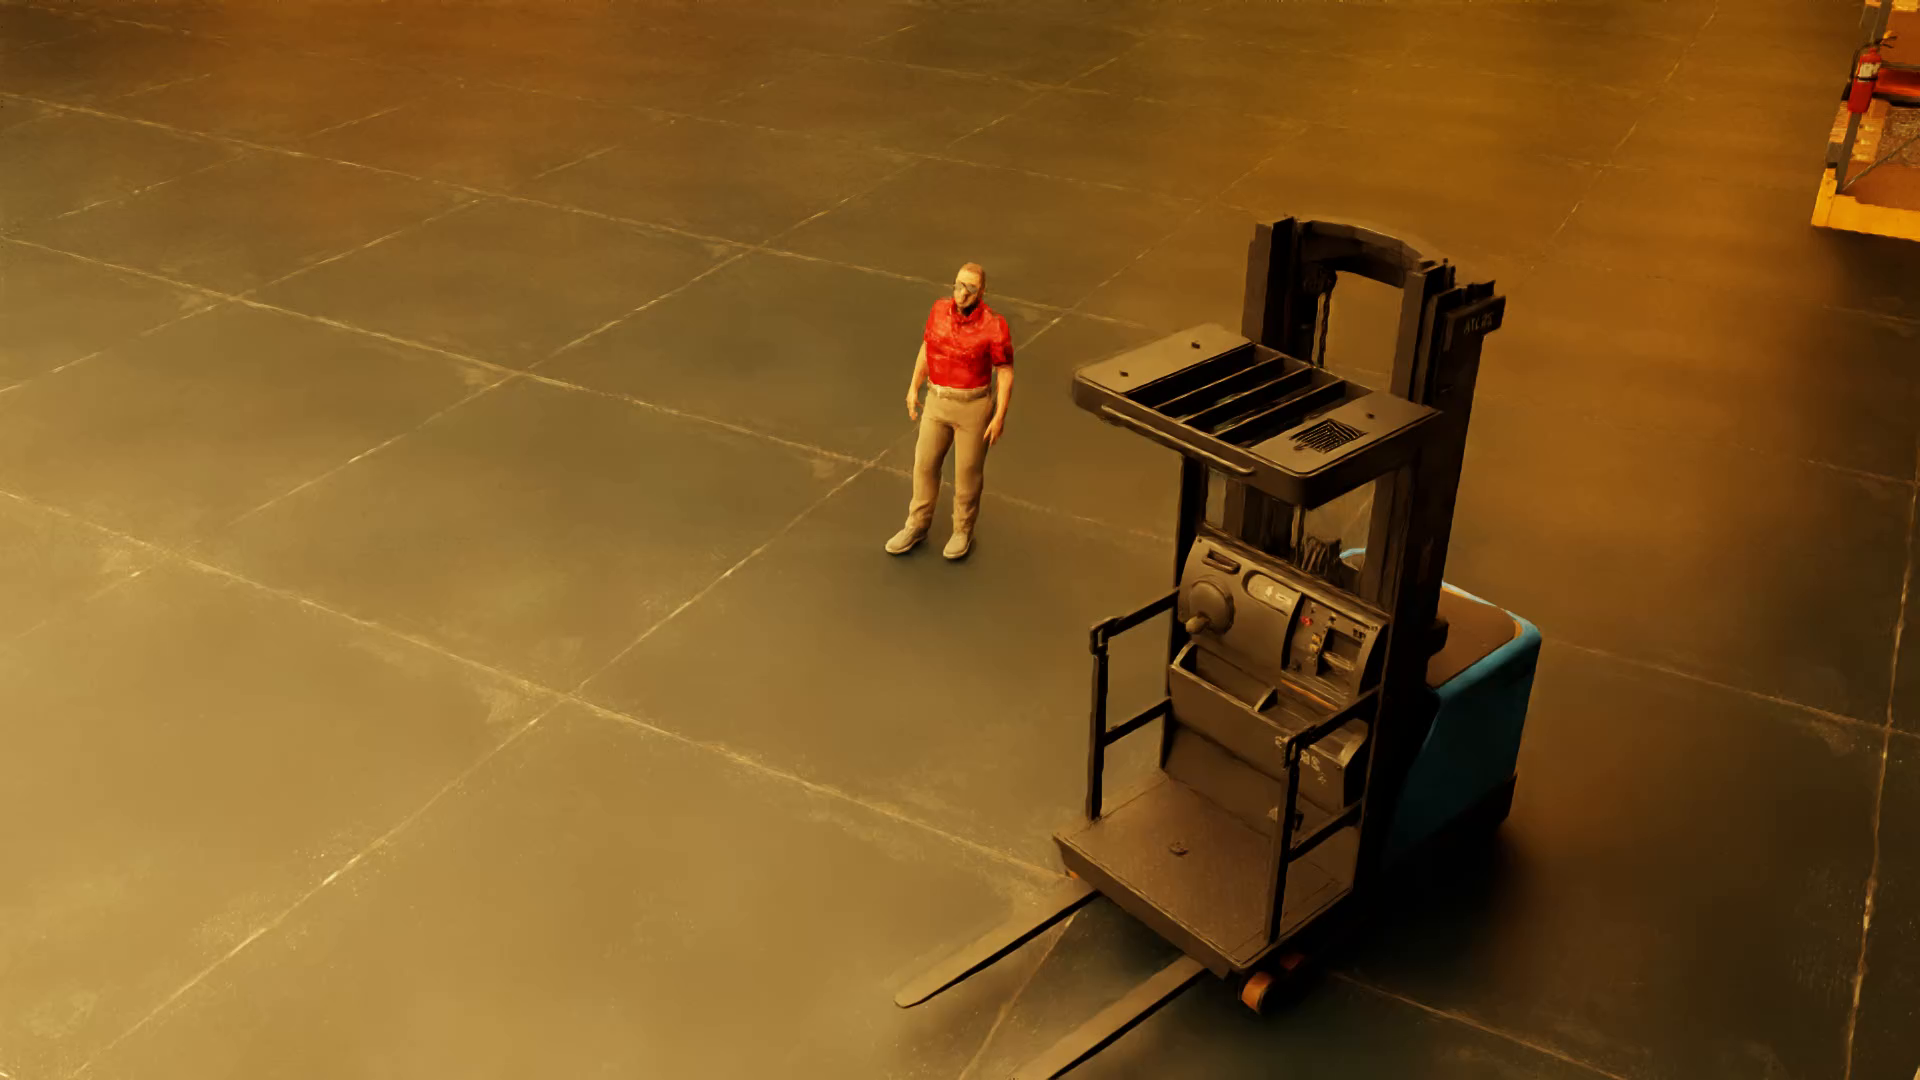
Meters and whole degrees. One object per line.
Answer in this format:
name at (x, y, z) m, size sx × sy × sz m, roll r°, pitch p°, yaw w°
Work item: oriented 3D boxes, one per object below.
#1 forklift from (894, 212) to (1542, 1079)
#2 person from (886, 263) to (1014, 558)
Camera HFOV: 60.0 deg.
forklift at (1.100, 0.338, 6.486) m, size 3.031 × 2.935 × 1.130 m, roll -24°, pitch 37°, yaw -35°
person at (-0.054, -0.718, 9.504) m, size 0.640 × 1.726 × 0.550 m, roll 15°, pitch 33°, yaw 25°
